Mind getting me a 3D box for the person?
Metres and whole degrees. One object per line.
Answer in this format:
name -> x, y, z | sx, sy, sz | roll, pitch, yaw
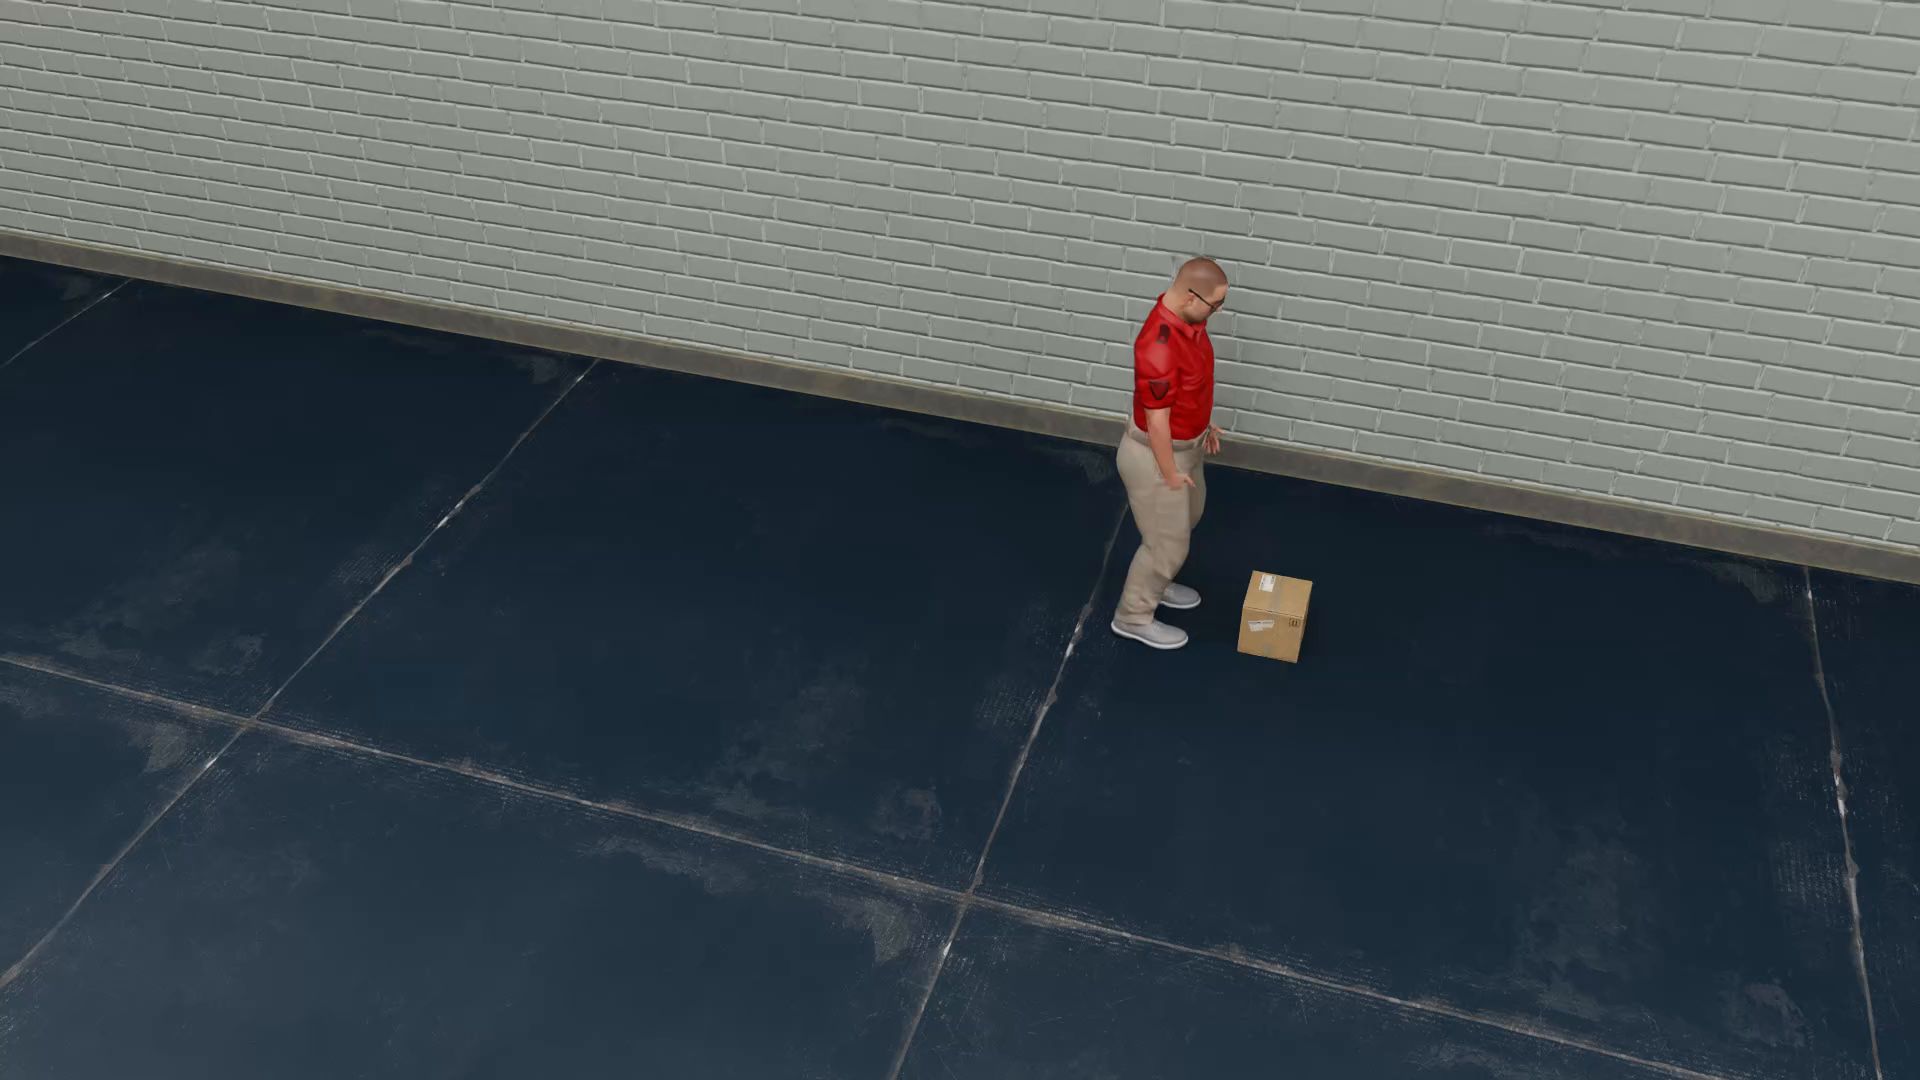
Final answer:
person -> 0.840, -0.364, 6.680 | 0.376, 1.704, 0.544 | 11, 38, 15
